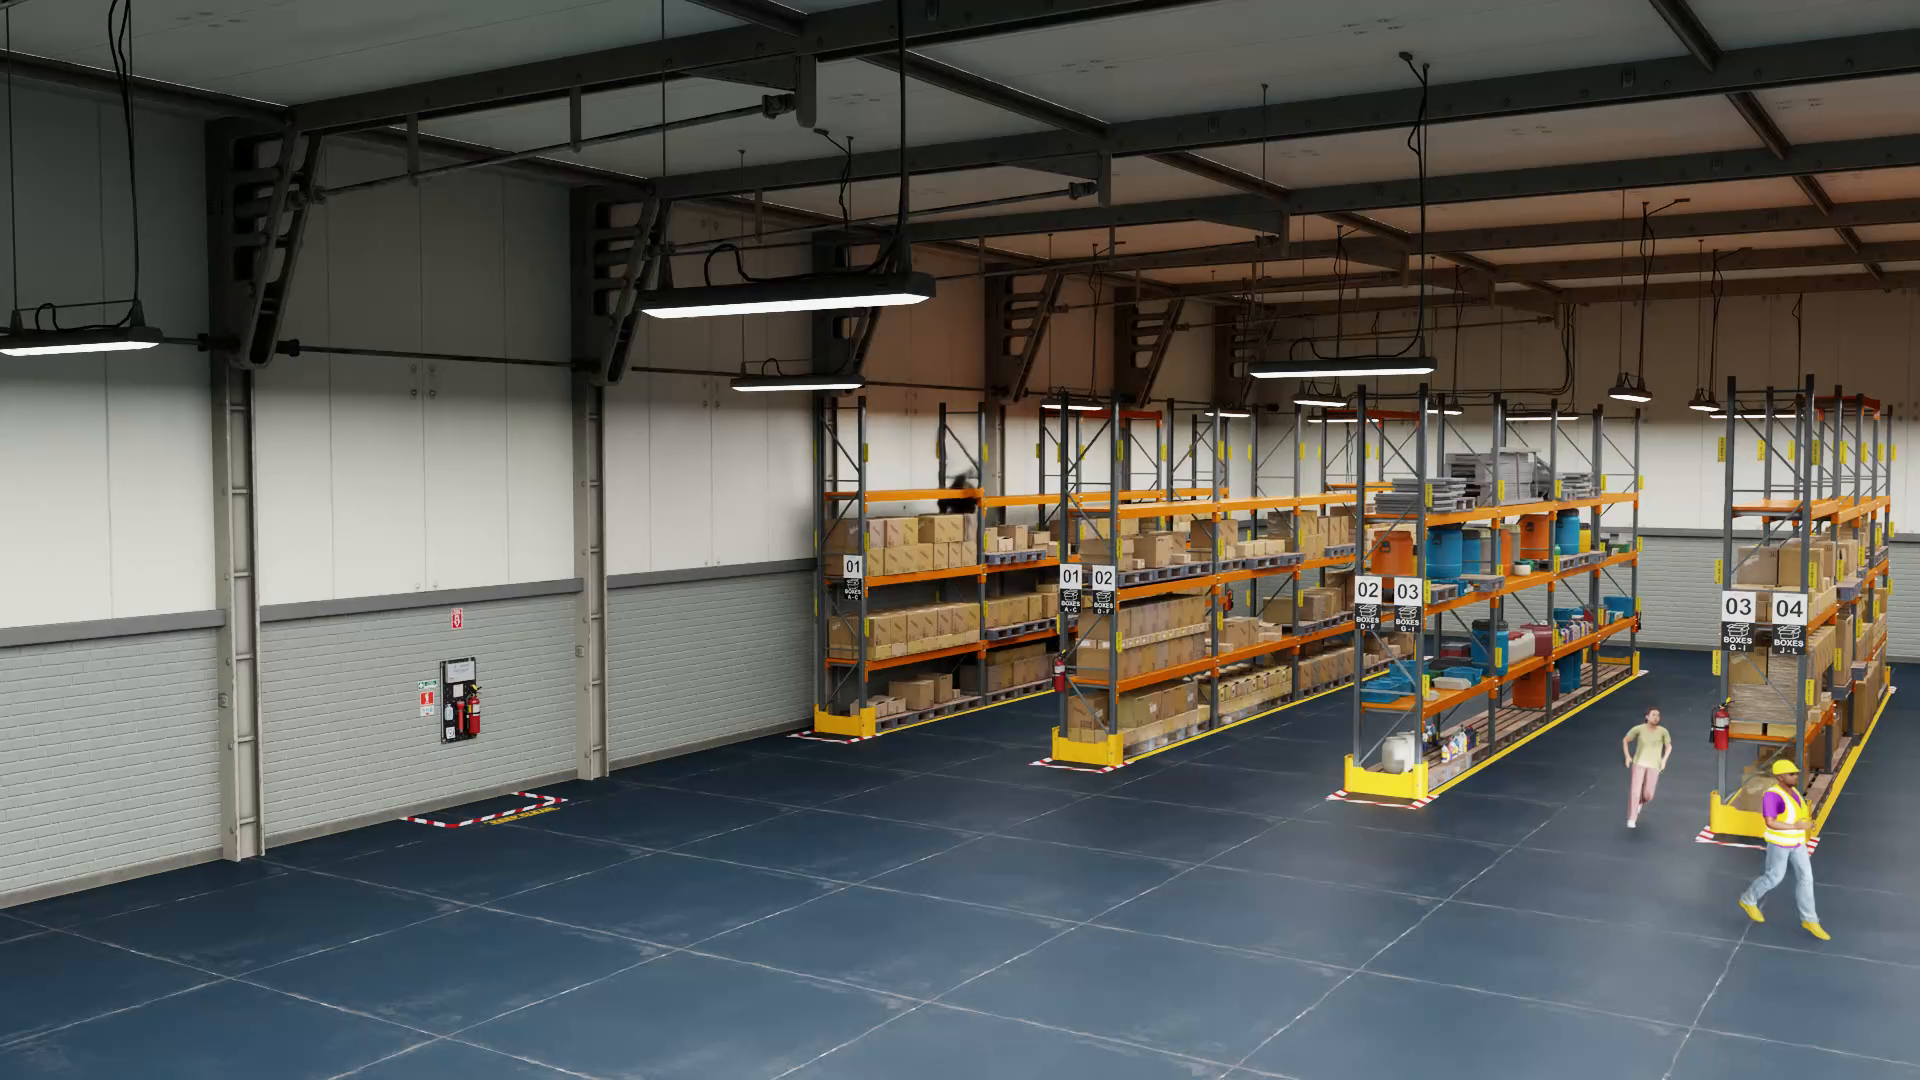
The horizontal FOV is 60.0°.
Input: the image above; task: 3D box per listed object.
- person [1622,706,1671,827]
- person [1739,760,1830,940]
[{"bbox_3d":[9.238,3.045,22.368,0.619,1.602,0.562,1,3,17],"label":"person"},{"bbox_3d":[8.589,3.183,17.330,0.689,1.796,0.928,-2,3,-29],"label":"person"}]
